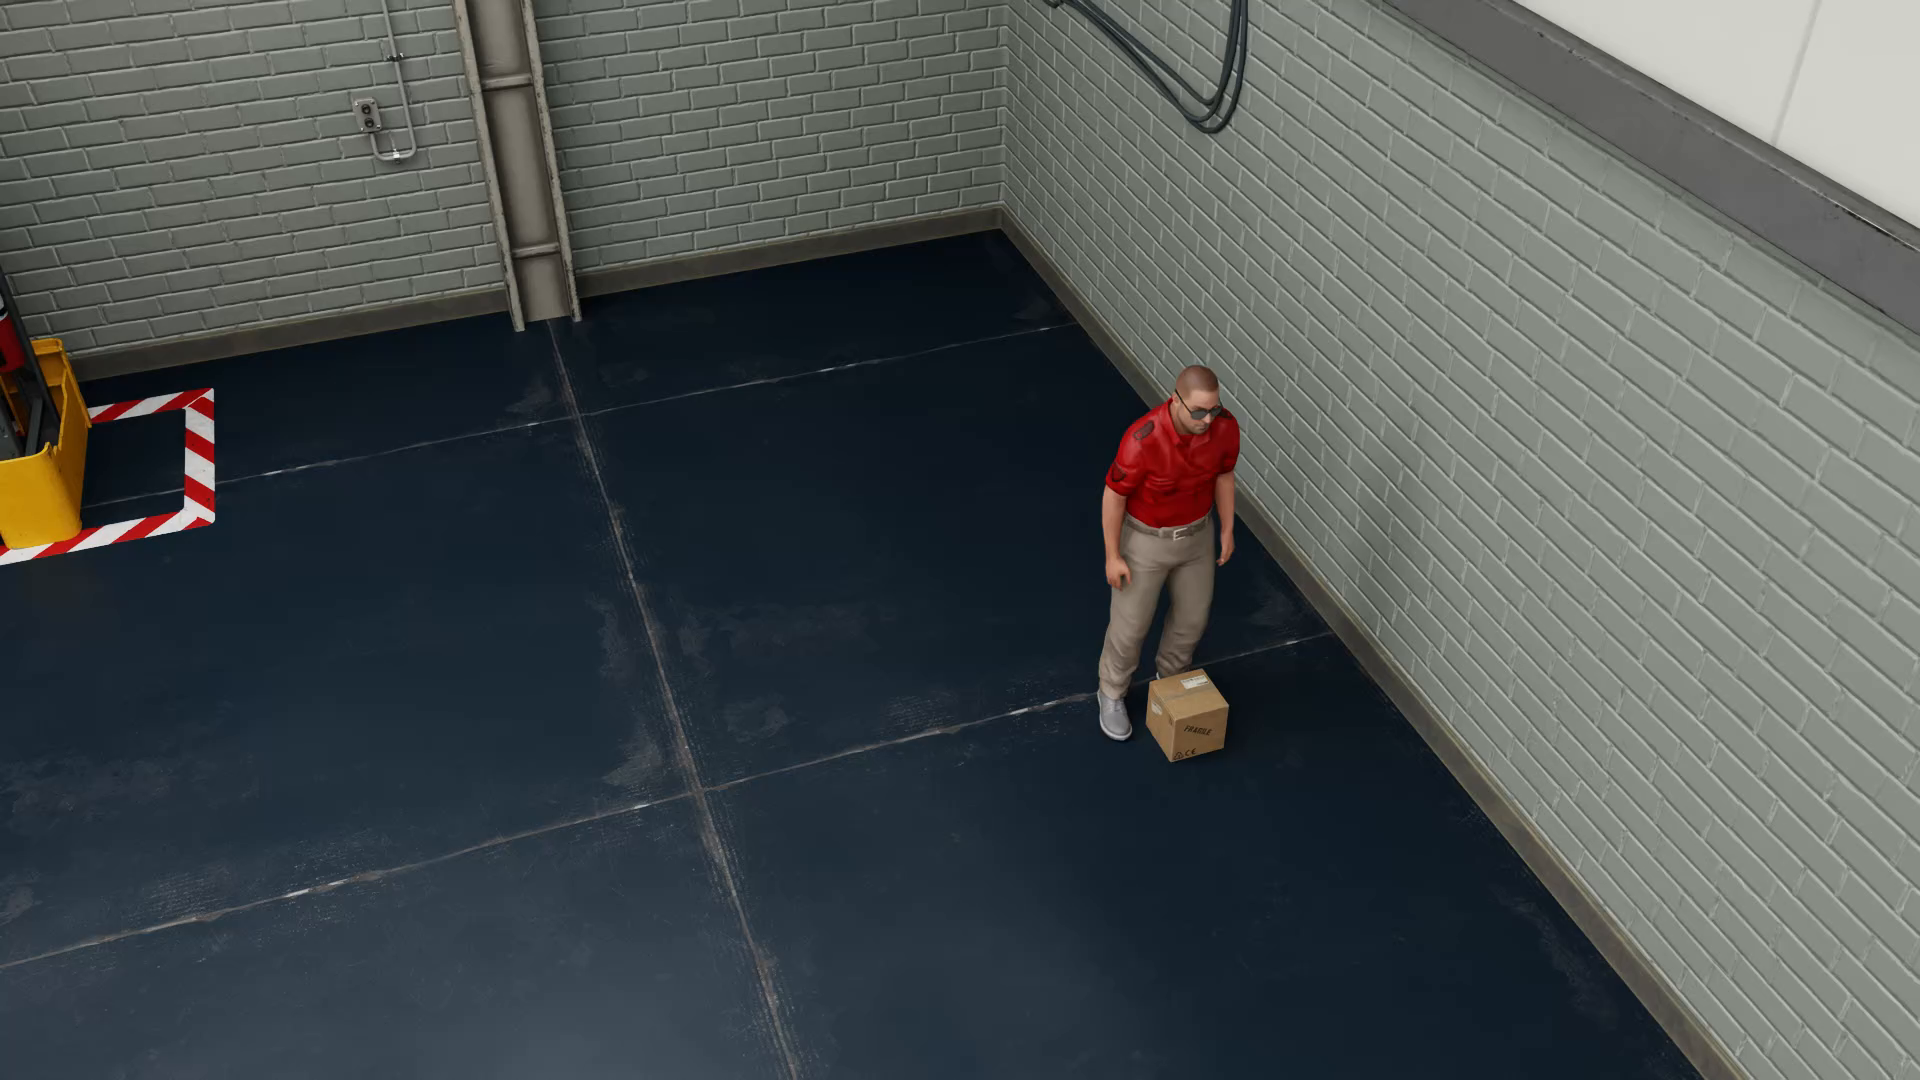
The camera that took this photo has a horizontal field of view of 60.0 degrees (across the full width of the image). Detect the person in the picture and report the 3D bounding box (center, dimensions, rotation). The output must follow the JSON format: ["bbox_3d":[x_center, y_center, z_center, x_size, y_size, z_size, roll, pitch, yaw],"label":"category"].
[{"bbox_3d":[0.851,0.016,6.774,0.593,1.726,0.389,-13,39,-17],"label":"person"}]
